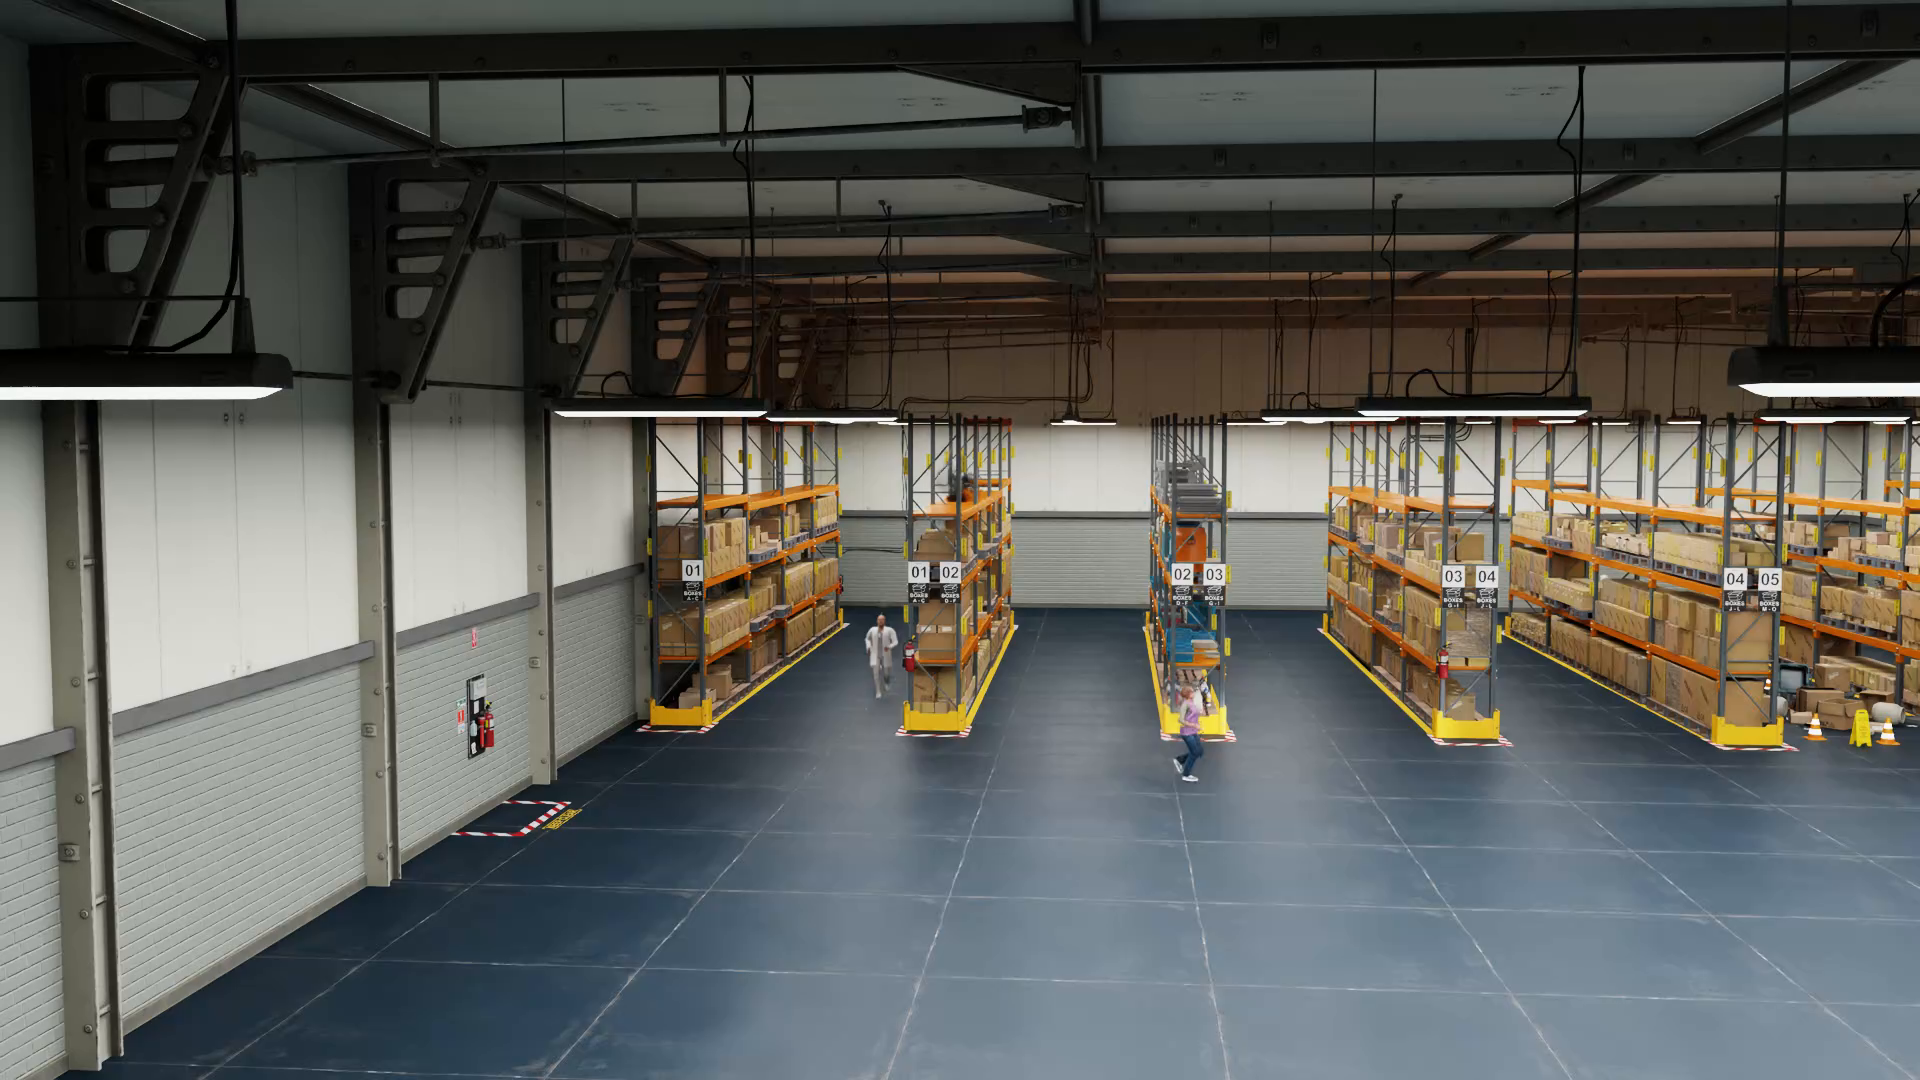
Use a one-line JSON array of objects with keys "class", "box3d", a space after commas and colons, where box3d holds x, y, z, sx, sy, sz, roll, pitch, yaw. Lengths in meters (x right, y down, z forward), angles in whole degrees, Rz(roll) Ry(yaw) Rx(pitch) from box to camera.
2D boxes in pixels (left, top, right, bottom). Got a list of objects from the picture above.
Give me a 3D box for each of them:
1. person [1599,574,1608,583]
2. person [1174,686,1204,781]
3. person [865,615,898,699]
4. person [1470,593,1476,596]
[{"class": "person", "box3d": [17.329, 1.824, 44.724, 0.642, 1.810, 0.824, -1, 4, -14]}, {"class": "person", "box3d": [3.710, 3.139, 26.943, 0.559, 1.538, 0.532, 2, 4, 26]}, {"class": "person", "box3d": [-1.674, 2.450, 35.150, 0.716, 1.736, 0.835, 0, 4, 5]}, {"class": "person", "box3d": [13.848, 1.803, 45.441, 0.760, 1.788, 0.747, 1, 4, 18]}]
